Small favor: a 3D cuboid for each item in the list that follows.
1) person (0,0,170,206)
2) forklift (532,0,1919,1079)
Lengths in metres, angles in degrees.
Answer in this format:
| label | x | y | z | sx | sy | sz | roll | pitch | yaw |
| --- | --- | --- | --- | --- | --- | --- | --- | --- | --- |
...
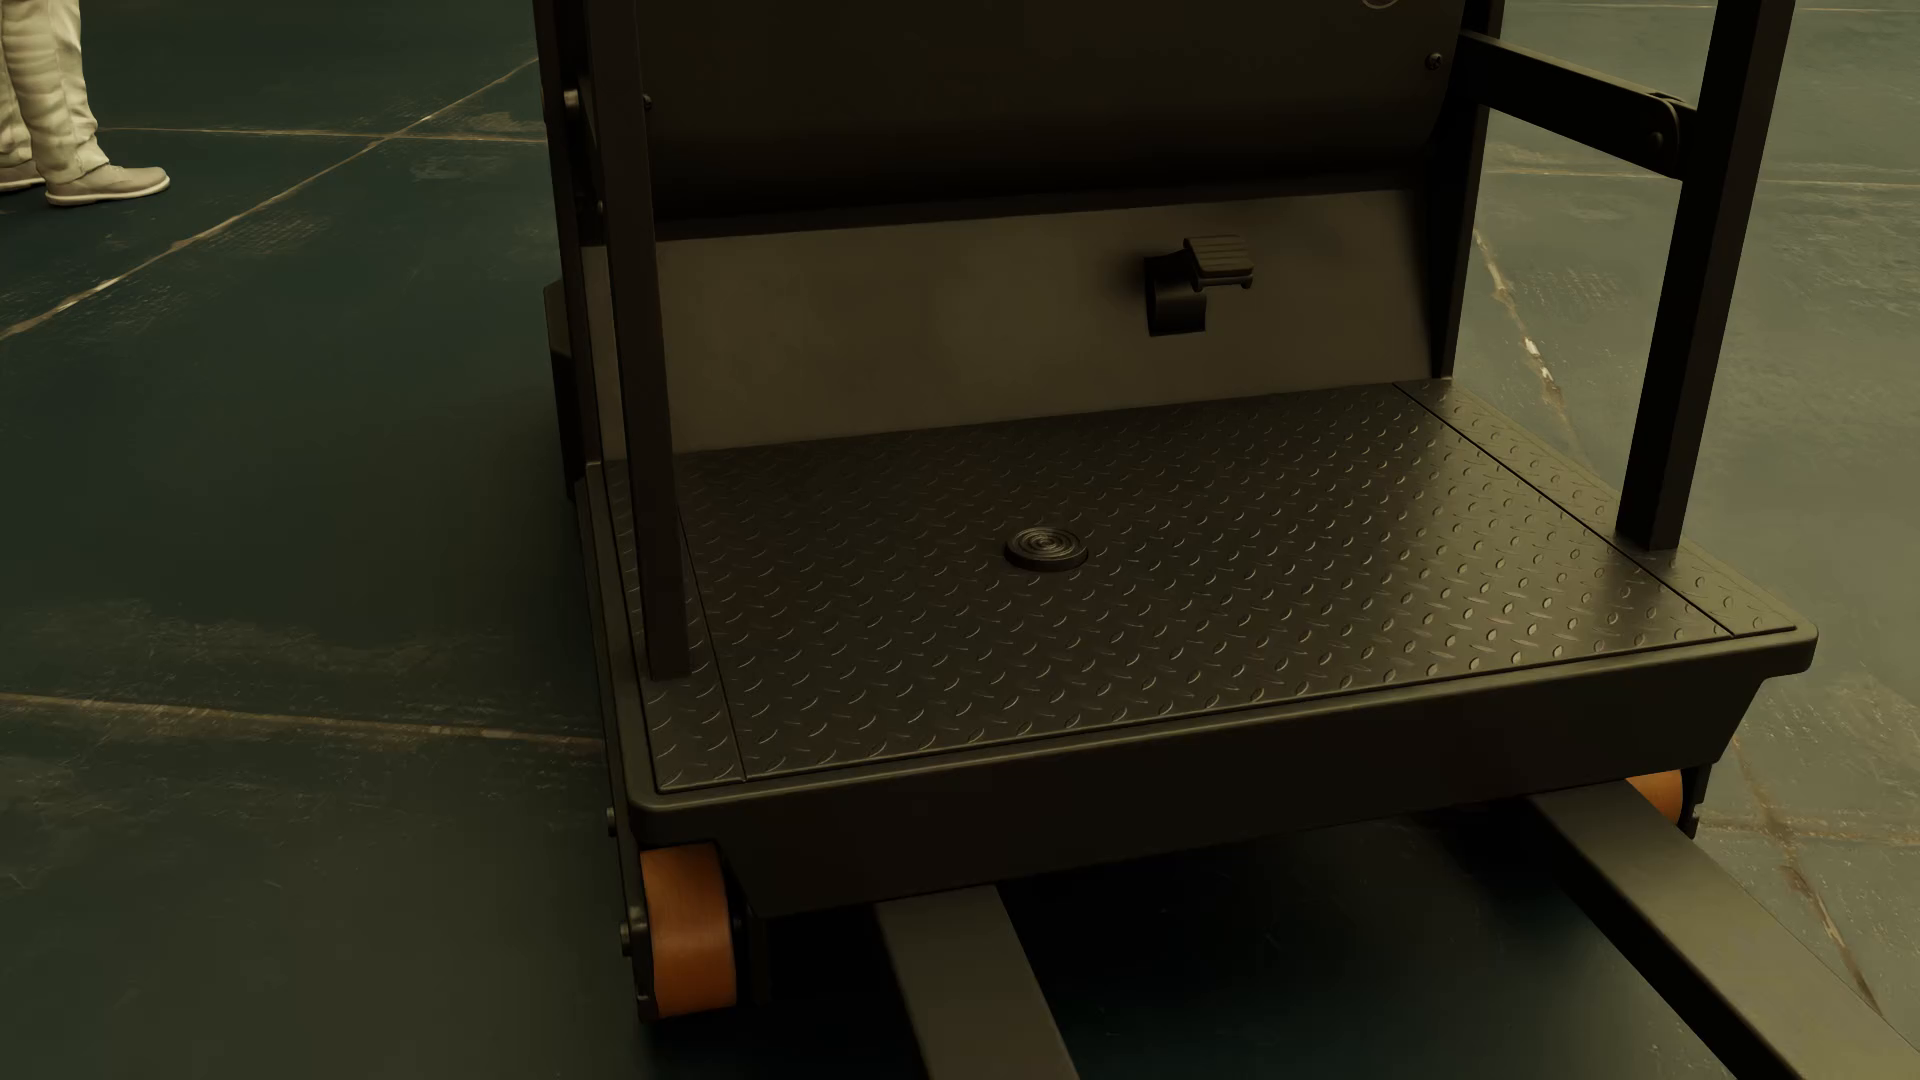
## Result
| label | x | y | z | sx | sy | sz | roll | pitch | yaw |
| --- | --- | --- | --- | --- | --- | --- | --- | --- | --- |
| person | -2.336 | -1.646 | 3.944 | 0.484 | 1.668 | 0.394 | 15 | 30 | 28 |
| forklift | 0.153 | -1.049 | 1.319 | 1.130 | 2.935 | 3.031 | -7 | 27 | -13 |
